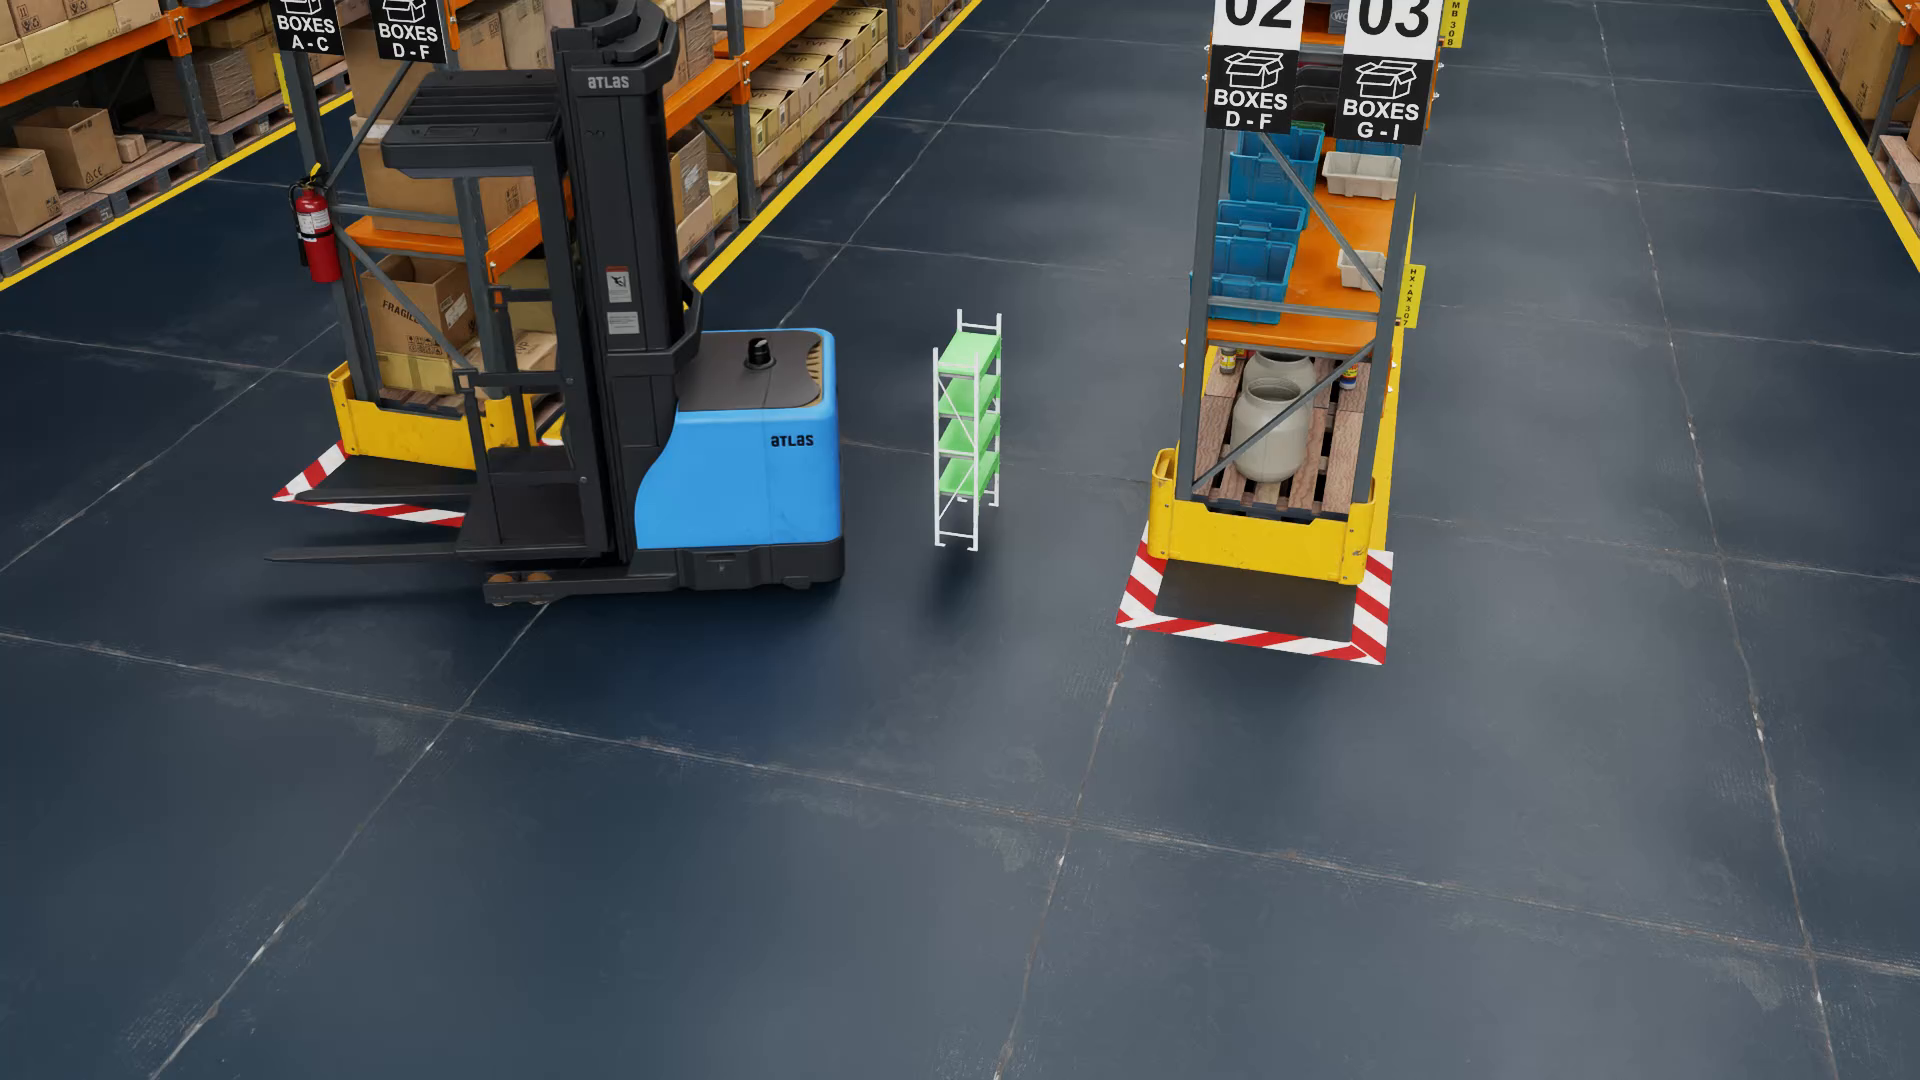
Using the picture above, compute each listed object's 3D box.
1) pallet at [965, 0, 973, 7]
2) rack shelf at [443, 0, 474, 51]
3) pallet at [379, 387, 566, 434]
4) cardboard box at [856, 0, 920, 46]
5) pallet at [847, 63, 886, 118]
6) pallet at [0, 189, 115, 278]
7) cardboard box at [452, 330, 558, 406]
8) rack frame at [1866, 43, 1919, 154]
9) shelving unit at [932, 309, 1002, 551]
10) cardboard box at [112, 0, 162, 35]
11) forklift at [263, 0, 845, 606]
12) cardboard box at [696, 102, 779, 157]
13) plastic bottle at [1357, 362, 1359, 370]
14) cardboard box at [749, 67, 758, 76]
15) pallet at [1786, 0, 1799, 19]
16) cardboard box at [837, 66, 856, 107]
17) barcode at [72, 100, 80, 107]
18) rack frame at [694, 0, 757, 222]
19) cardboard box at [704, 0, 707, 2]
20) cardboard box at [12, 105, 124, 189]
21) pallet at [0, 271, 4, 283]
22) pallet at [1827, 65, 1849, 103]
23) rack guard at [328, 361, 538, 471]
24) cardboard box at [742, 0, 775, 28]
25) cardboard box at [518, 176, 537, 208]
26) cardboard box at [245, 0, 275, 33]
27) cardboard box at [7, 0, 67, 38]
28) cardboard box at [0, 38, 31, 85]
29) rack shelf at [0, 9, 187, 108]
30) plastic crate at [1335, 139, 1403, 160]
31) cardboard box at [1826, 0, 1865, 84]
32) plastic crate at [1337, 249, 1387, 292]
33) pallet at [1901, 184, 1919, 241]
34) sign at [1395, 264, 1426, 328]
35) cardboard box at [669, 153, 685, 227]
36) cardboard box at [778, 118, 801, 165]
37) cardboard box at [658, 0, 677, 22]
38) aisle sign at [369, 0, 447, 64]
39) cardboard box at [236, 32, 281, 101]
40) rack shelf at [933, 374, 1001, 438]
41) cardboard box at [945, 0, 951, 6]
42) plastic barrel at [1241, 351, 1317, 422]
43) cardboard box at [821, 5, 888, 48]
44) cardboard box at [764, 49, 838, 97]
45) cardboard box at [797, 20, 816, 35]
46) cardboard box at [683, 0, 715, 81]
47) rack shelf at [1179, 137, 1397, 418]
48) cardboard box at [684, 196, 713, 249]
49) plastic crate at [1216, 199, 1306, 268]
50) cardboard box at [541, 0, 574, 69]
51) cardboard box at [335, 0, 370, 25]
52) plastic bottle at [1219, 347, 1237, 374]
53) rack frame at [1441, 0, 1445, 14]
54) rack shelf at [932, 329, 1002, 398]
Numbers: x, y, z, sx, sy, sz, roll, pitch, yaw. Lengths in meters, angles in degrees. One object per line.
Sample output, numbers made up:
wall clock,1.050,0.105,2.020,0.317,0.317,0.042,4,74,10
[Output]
pallet,-0.266,-6.440,19.183,1.003,0.211,1.213,8,33,12
rack shelf,-2.634,-3.817,10.333,1.077,0.370,4.000,8,33,12
pallet,-2.988,-1.043,10.693,1.003,0.211,1.213,8,33,12
cardboard box,-0.720,-5.296,16.705,0.500,0.500,0.500,9,34,14
pallet,-1.358,-4.370,15.927,1.003,0.211,1.213,8,33,12
pallet,-7.363,-2.400,12.828,1.003,0.211,1.213,8,33,12
cardboard box,-2.791,-1.082,10.327,0.500,0.250,0.500,8,33,12
rack frame,8.469,-4.618,13.718,1.000,3.000,0.127,8,33,12
shelving unit,0.042,-0.592,9.063,0.258,1.200,0.503,8,33,12
cardboard box,-6.746,-4.223,13.218,0.500,0.250,0.500,8,33,12
forklift,-2.154,-1.185,8.382,3.031,2.935,1.130,-2,33,-3
cardboard box,-1.781,-3.327,13.336,0.500,0.311,0.500,8,33,13
plastic bottle,2.485,-1.193,10.453,0.061,0.283,0.133,9,33,13
cardboard box,-2.046,-3.925,14.277,0.500,0.311,0.500,8,33,12
pallet,9.753,-5.901,18.335,1.003,0.211,1.213,8,33,12
cardboard box,-1.267,-4.150,15.154,0.500,0.250,0.500,9,33,13
barcode,-7.288,-3.583,13.712,0.001,0.075,0.075,8,33,12
rack frame,-2.127,-3.893,12.577,1.000,3.000,0.127,8,33,12
cardboard box,-1.989,-4.038,12.108,0.380,0.149,0.250,8,33,12
cardboard box,-7.144,-3.152,13.332,0.500,0.500,0.500,6,33,9
pallet,-7.675,-1.769,11.836,1.003,0.211,1.213,8,33,12
pallet,9.054,-4.471,16.086,1.003,0.211,1.213,8,33,12
rack guard,-3.148,-0.750,9.963,1.175,0.500,0.348,8,33,12
cardboard box,-1.704,-4.219,13.324,0.380,0.149,0.250,8,33,12
cardboard box,-2.882,-2.373,10.093,0.700,0.500,0.500,9,34,14
cardboard box,-6.512,-4.896,15.376,0.500,0.250,0.500,7,33,11
cardboard box,-6.999,-4.020,12.199,0.500,0.500,0.500,7,33,11
cardboard box,-7.120,-3.441,11.989,0.500,0.250,0.500,8,33,13
rack shelf,-7.427,-3.224,12.195,1.077,0.370,4.000,8,33,12
plastic crate,2.645,-2.542,10.592,0.499,0.251,0.616,8,33,12
cardboard box,8.898,-4.715,15.460,1.225,0.875,0.875,8,33,13
plastic crate,2.187,-1.450,8.980,0.298,0.136,0.250,8,33,12
pallet,7.958,-2.404,12.835,1.003,0.211,1.213,8,33,12
sign,2.179,-1.180,8.053,0.100,0.325,0.005,8,33,12
cardboard box,-2.294,-2.438,11.761,0.500,0.500,0.500,8,33,12
cardboard box,-1.654,-3.350,13.895,0.500,0.250,0.500,9,33,14
cardboard box,-2.183,-3.638,11.478,0.380,0.149,0.250,8,33,12
aisle sign,-2.862,-2.838,8.495,0.394,0.787,0.004,8,33,12
cardboard box,-6.666,-4.355,15.225,0.700,0.500,0.500,7,33,11
rack shelf,0.042,-0.741,8.969,0.258,0.148,0.480,8,33,12
cardboard box,-0.333,-6.100,17.969,0.500,0.500,0.500,7,33,11
plastic barrel,1.869,-0.880,9.766,0.421,0.512,0.421,0,32,0
cardboard box,-1.006,-4.916,15.837,0.500,0.311,0.500,9,34,14
cardboard box,-1.392,-4.125,14.591,0.500,0.311,0.500,9,34,14
cardboard box,-1.654,-4.716,15.522,0.500,0.311,0.500,7,33,11
cardboard box,-2.233,-3.704,12.187,0.700,0.500,0.500,7,33,11
rack shelf,2.156,-1.875,10.074,1.077,0.370,4.000,8,33,12
cardboard box,-2.169,-2.381,12.371,0.500,0.250,0.500,8,33,12
plastic crate,1.656,-1.714,9.290,0.499,0.251,0.408,8,33,12
cardboard box,-2.742,-3.210,10.201,0.700,0.500,0.500,8,33,13
cardboard box,-6.280,-5.139,16.458,0.700,0.500,0.500,8,33,12
plastic bottle,1.690,-1.158,10.474,0.097,0.201,0.097,0,32,0
rack frame,1.648,-3.672,6.639,1.000,3.000,0.127,8,33,12
rack shelf,0.042,-0.943,8.840,0.258,0.148,0.480,8,33,12
